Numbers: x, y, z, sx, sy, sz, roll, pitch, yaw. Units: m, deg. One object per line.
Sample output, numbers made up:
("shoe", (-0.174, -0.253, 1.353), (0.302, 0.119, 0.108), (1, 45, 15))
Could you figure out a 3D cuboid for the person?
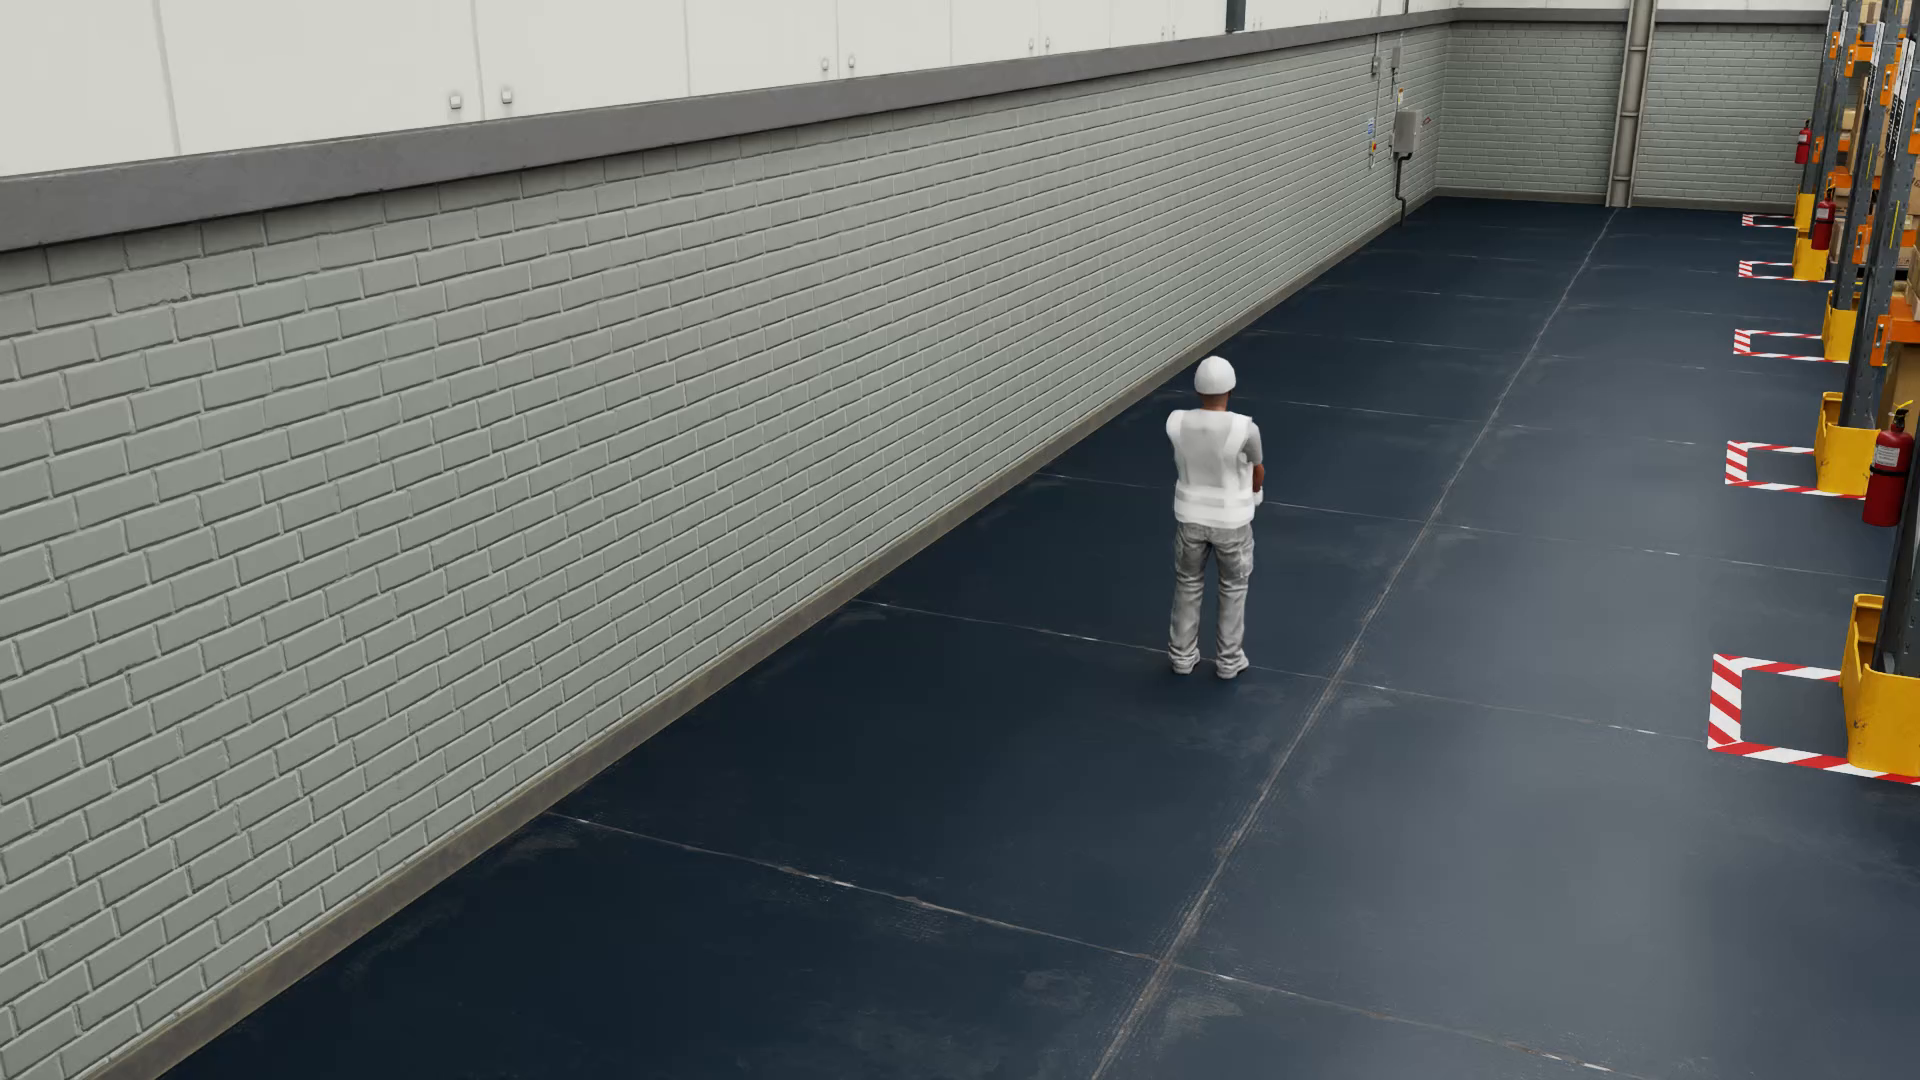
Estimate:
("person", (1.388, -0.142, 8.950), (0.495, 1.784, 0.573), (9, 21, 25))
